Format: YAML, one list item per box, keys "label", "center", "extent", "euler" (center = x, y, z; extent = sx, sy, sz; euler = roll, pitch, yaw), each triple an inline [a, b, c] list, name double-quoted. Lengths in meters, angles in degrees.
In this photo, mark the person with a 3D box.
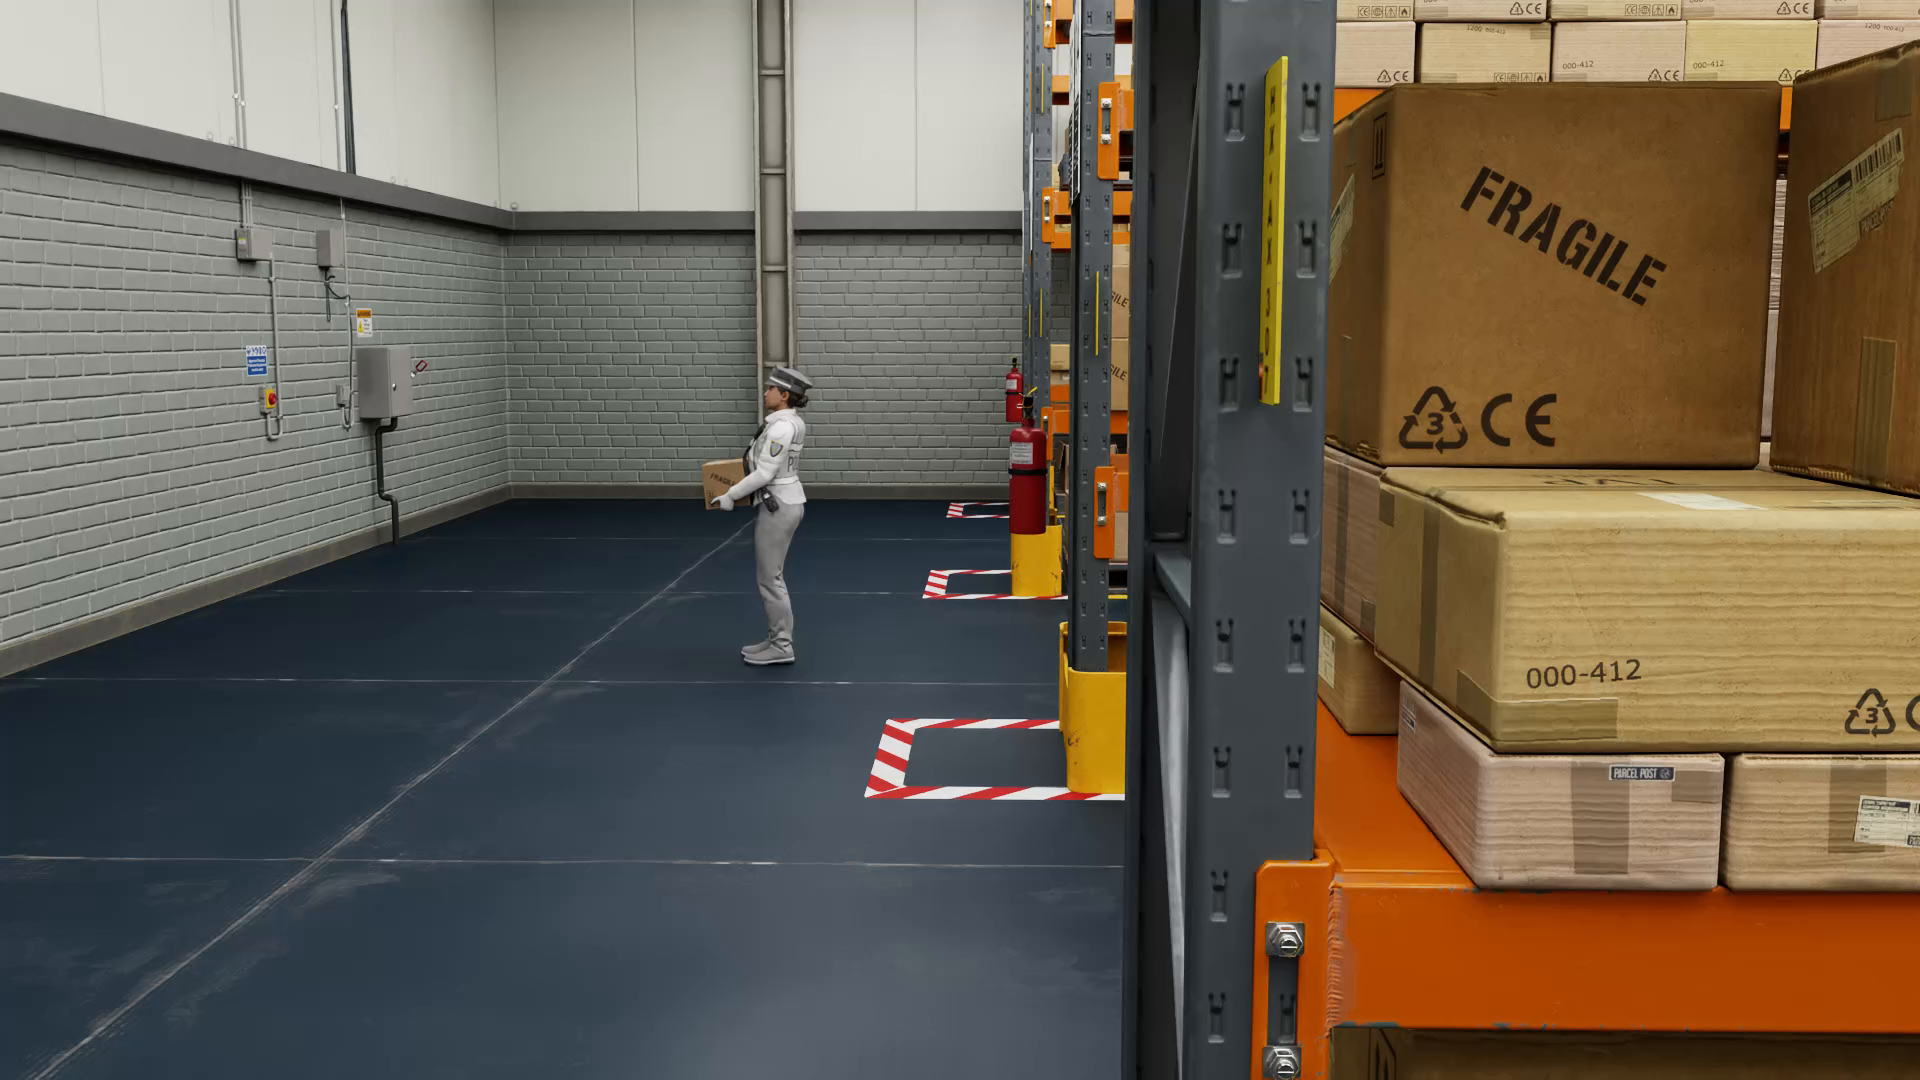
- label: "person"
  center: [-1.098, -0.154, 9.369]
  extent: [0.564, 1.686, 0.460]
  euler: [0, 7, 2]
